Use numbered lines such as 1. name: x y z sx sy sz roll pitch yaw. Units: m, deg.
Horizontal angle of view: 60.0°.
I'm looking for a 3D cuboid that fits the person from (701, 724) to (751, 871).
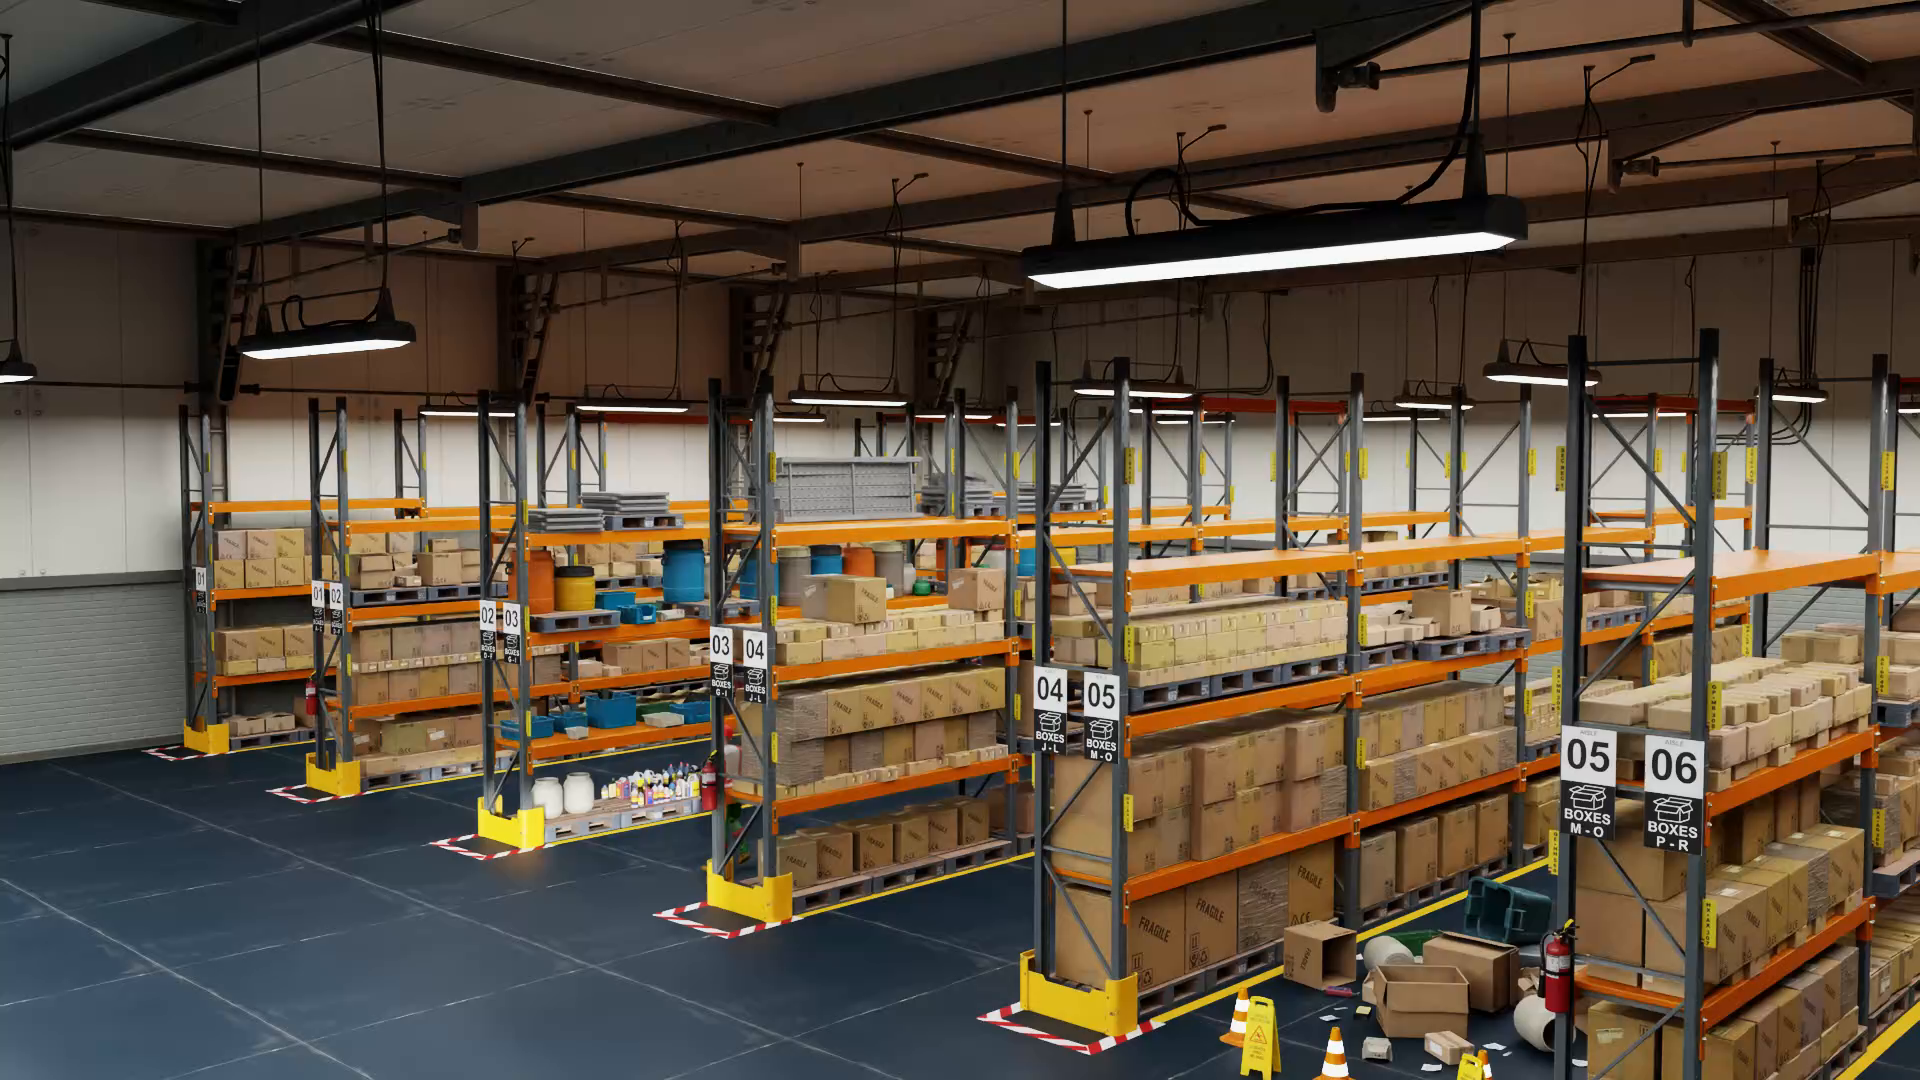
1. person: -2.874 3.170 20.546 0.410 1.794 0.599 2 4 40
